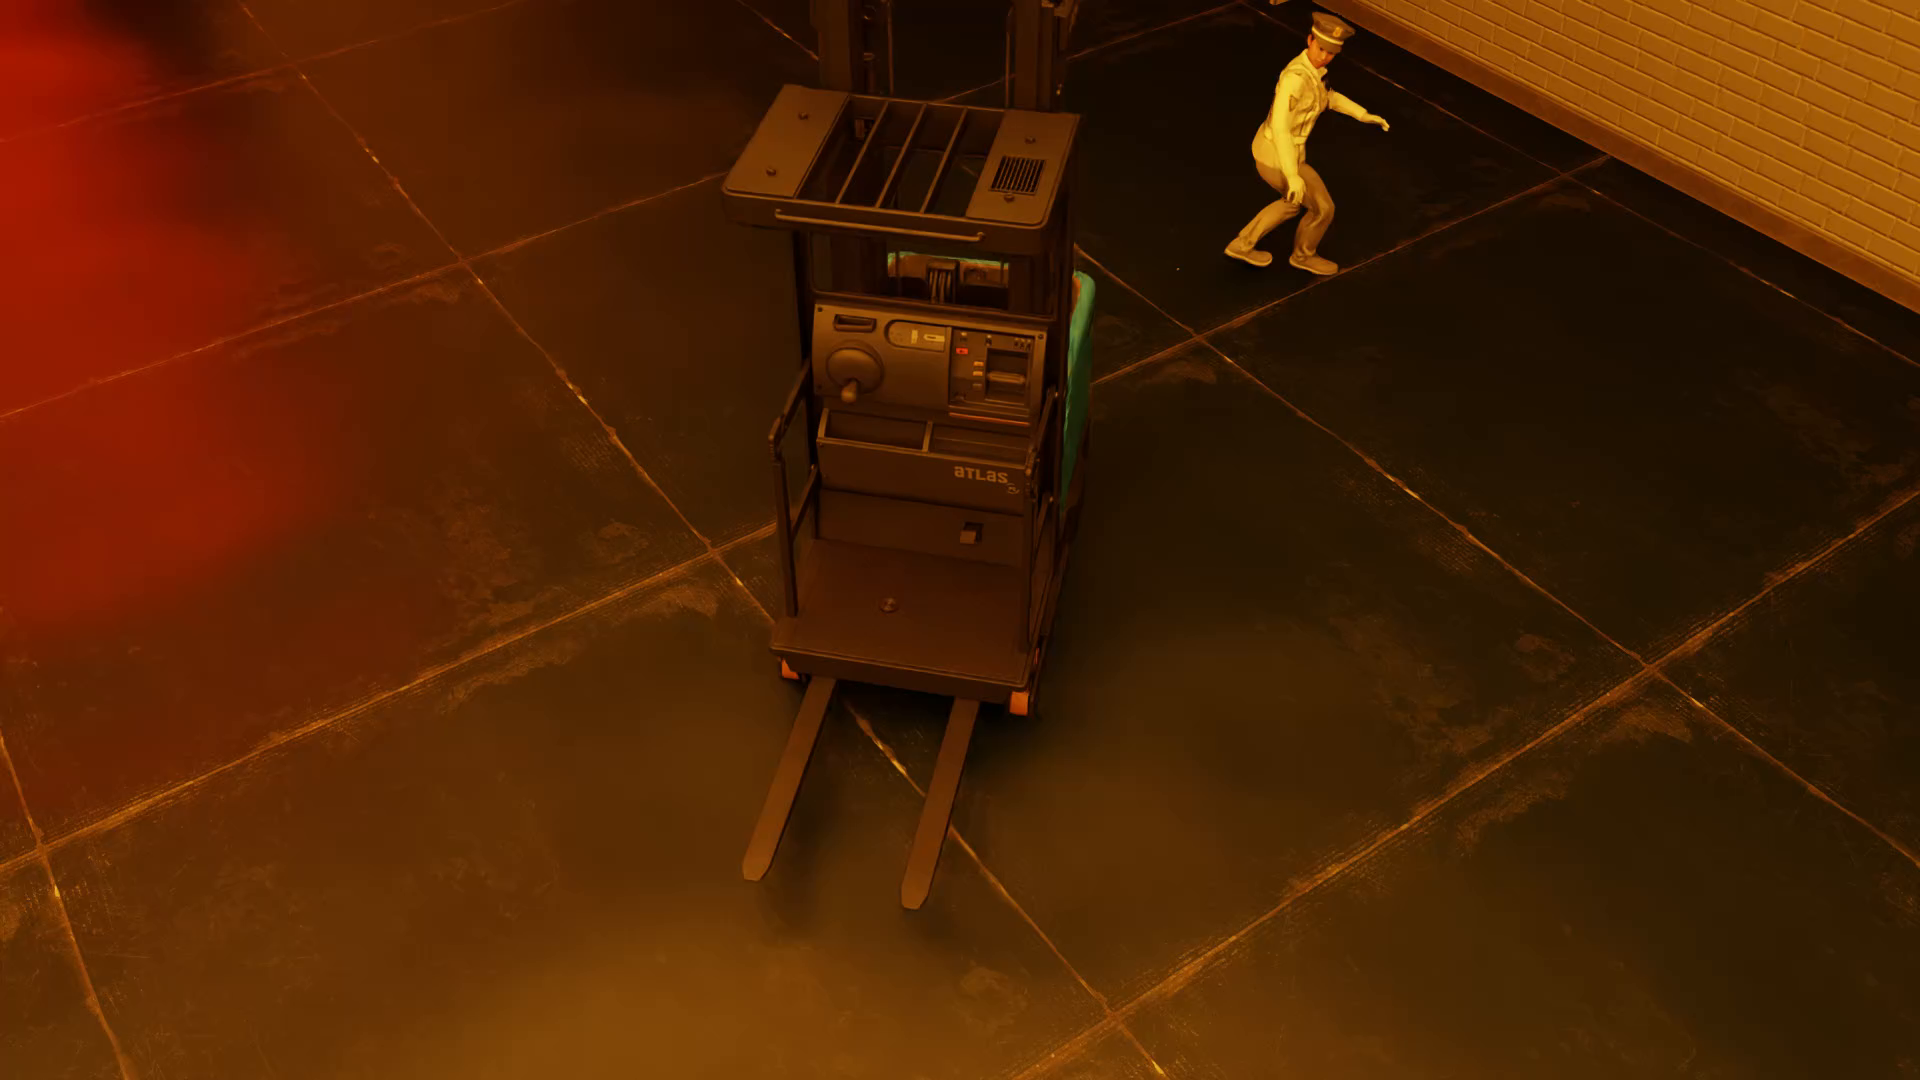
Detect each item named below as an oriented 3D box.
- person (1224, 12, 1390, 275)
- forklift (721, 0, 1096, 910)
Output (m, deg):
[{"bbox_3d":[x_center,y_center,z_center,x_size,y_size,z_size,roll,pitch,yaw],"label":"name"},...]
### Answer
[{"bbox_3d":[1.897,-2.048,8.970,0.802,1.552,0.814,4,43,5],"label":"person"},{"bbox_3d":[-0.167,-0.612,6.379,1.130,2.935,3.031,8,43,9],"label":"forklift"}]
